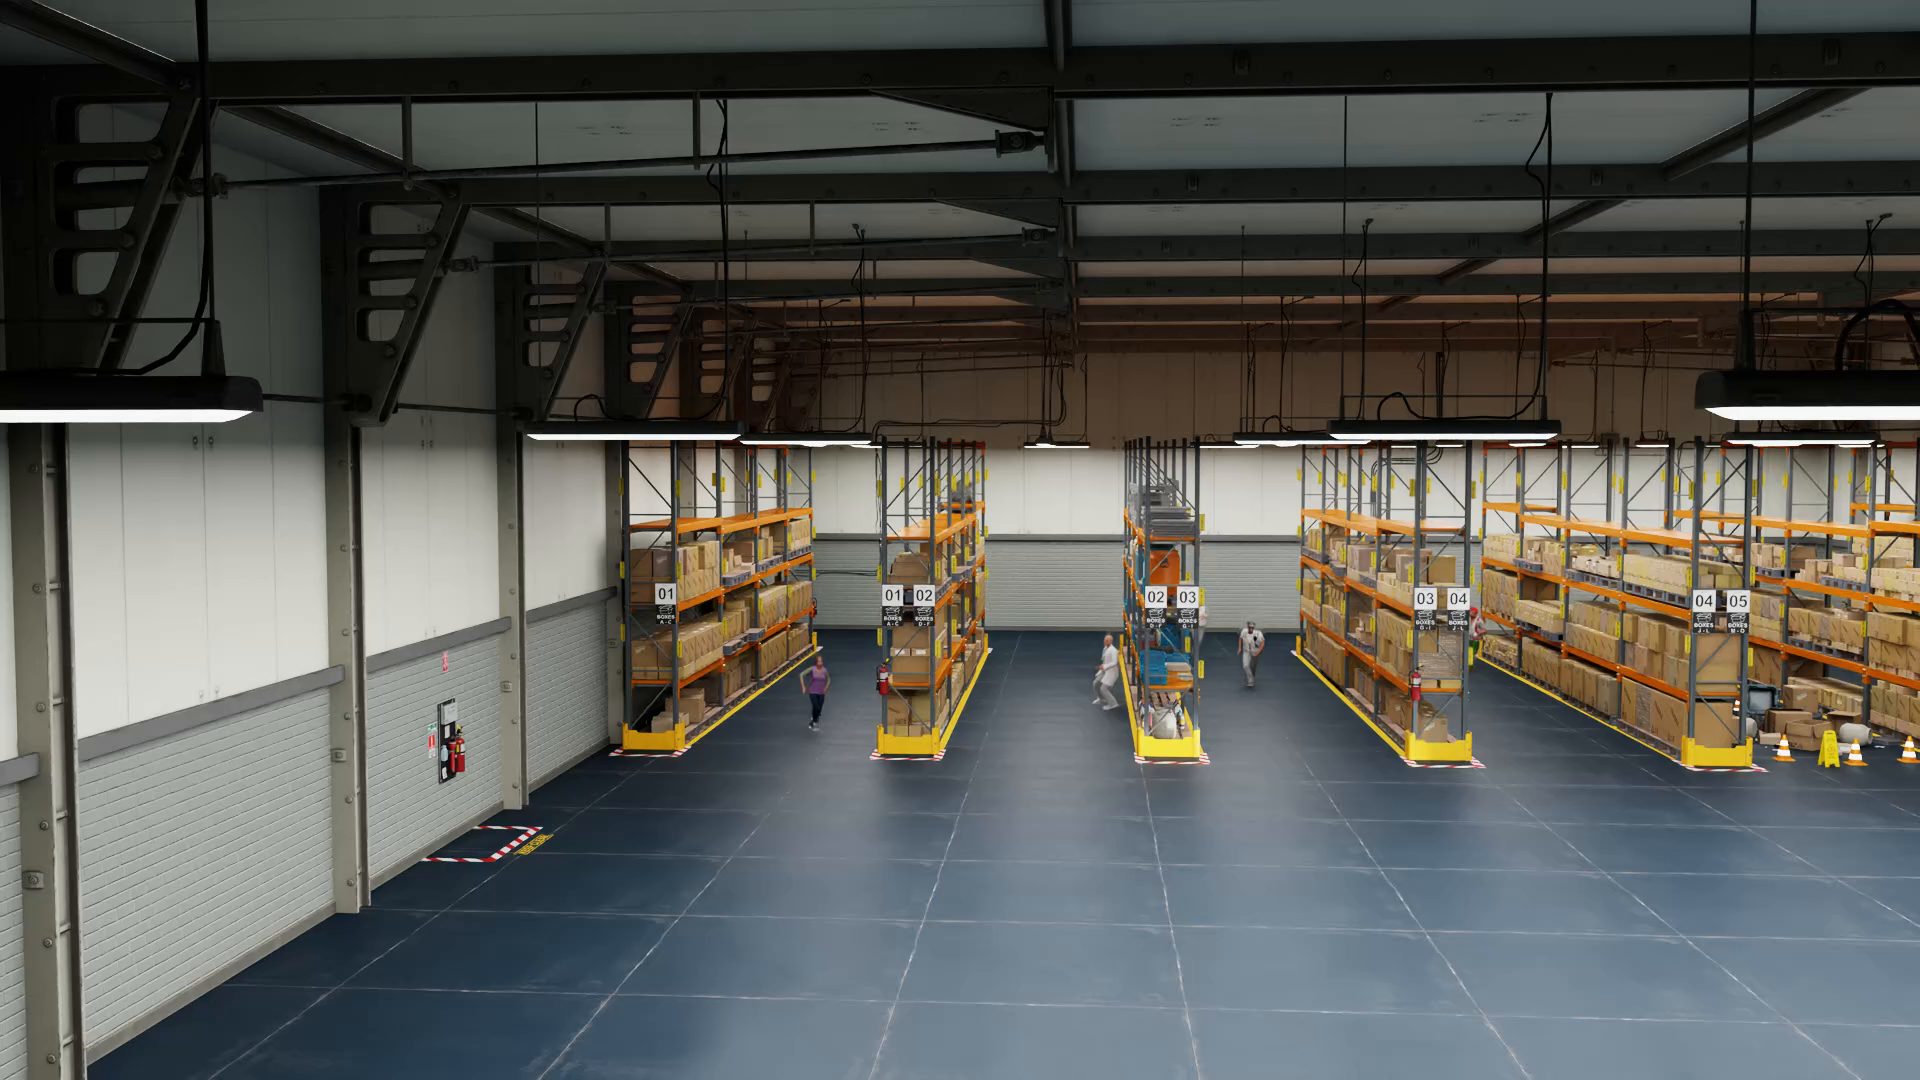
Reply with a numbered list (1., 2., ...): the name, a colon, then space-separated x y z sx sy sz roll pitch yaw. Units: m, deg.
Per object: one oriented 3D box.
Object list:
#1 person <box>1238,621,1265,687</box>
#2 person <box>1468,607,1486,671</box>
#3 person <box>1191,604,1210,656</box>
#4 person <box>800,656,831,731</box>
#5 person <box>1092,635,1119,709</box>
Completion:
1. person: 7.135 2.748 40.619 0.663 1.609 1.048 1 3 17
2. person: 13.353 2.583 43.343 0.773 1.694 0.581 2 4 34
3. person: 6.642 2.364 46.286 0.617 1.759 0.690 0 3 -3
4. person: -2.927 3.125 33.798 0.623 1.554 0.600 -1 3 -21
5. person: 3.211 2.931 36.827 0.646 1.688 0.962 -1 3 -25
